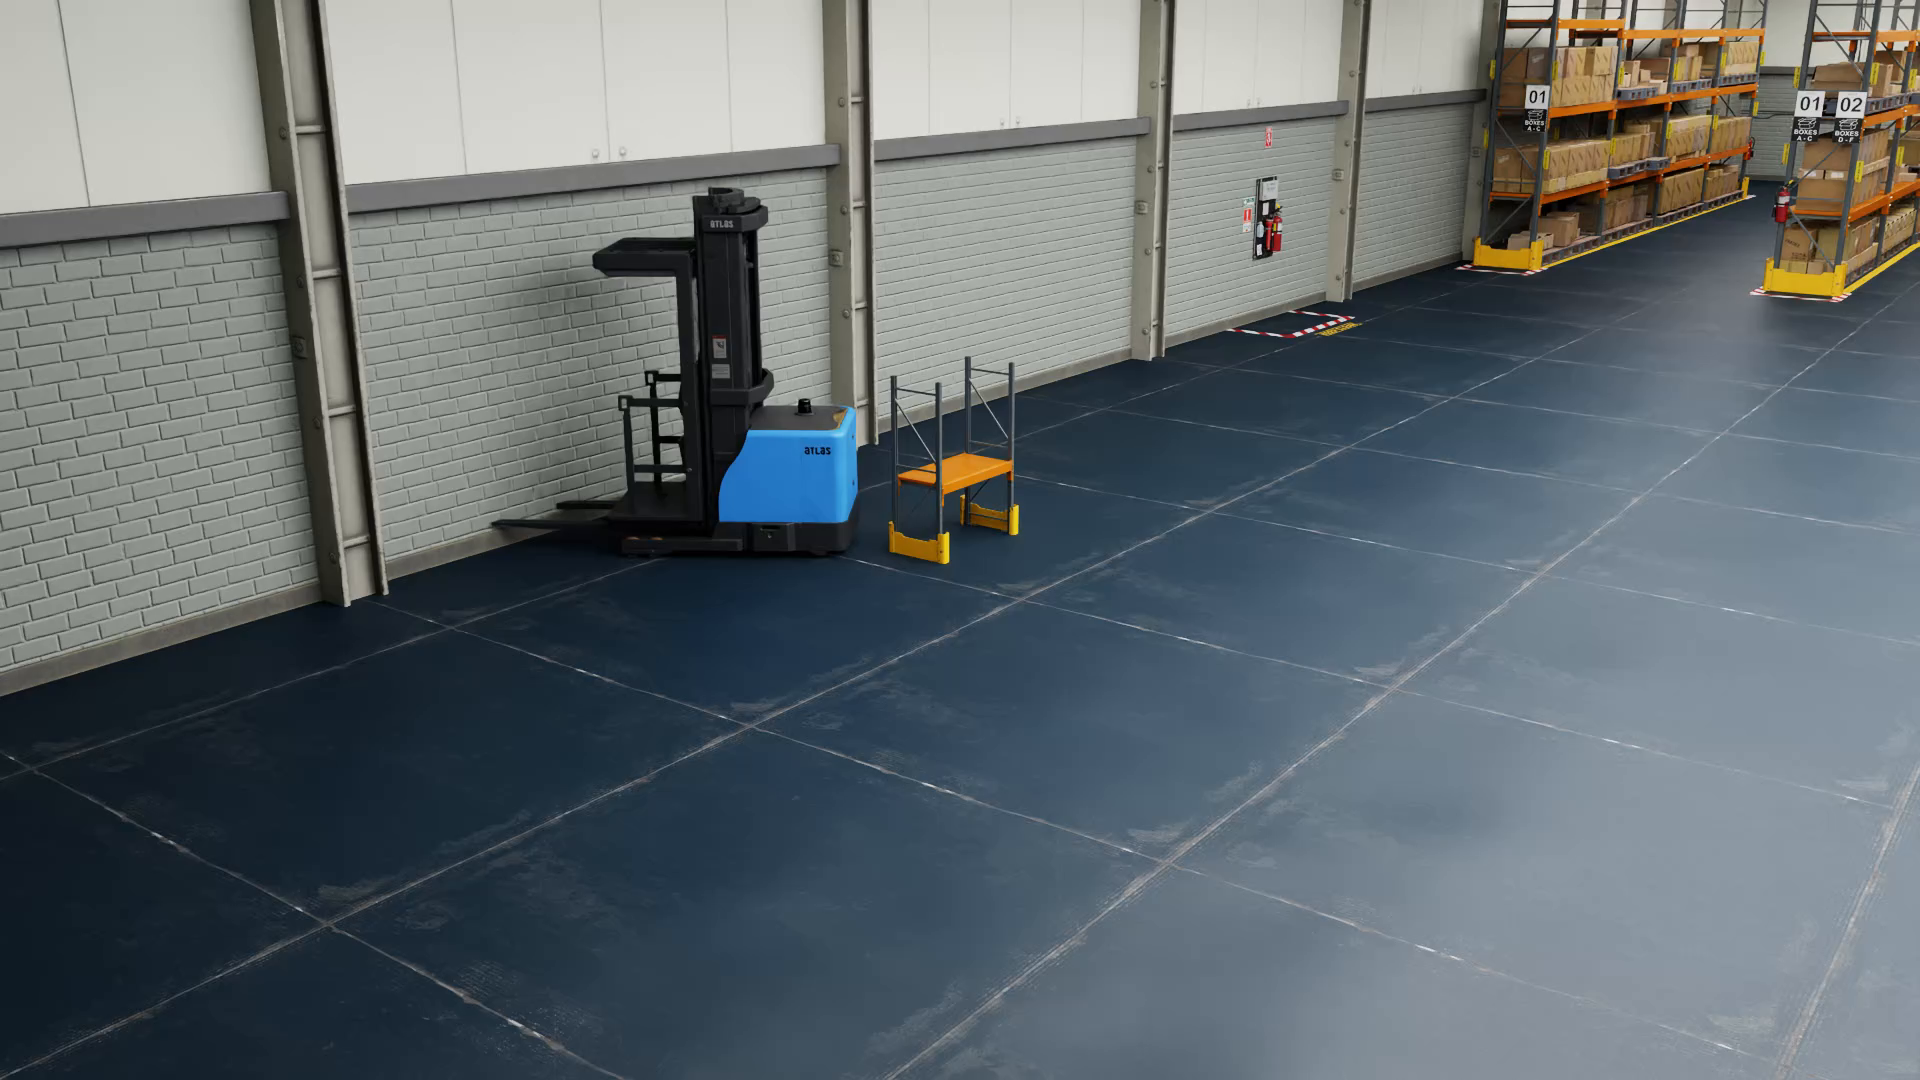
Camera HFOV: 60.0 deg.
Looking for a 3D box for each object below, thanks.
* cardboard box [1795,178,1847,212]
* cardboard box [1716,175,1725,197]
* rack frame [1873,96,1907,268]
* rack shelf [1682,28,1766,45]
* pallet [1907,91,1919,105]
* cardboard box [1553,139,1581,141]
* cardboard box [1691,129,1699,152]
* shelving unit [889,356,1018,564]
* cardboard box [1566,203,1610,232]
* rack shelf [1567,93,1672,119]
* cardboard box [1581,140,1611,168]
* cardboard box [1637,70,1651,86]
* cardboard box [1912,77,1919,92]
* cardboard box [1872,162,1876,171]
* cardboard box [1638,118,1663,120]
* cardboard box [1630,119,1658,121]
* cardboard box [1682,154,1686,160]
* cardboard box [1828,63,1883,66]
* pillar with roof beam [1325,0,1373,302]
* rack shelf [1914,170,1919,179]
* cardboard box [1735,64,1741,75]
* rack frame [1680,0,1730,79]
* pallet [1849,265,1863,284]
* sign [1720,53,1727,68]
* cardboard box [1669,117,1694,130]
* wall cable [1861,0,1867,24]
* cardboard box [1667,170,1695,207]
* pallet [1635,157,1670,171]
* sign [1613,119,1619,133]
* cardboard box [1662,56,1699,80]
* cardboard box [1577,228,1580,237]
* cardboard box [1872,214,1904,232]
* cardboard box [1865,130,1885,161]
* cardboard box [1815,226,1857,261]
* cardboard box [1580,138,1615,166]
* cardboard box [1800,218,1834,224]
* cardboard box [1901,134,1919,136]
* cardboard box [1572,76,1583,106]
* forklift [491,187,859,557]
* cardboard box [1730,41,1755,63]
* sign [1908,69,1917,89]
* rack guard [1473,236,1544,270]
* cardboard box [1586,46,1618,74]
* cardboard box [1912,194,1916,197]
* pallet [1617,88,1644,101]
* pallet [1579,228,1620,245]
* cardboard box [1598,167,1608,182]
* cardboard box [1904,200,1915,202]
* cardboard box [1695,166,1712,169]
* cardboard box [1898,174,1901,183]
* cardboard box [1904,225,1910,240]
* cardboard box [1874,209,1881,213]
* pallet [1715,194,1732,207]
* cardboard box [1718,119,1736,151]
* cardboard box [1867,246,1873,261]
[{"bbox_3d":[14.175,-5.677,27.299,0.700,0.500,0.500,12,21,35],"label":"cardboard box"},{"bbox_3d":[18.193,-8.661,40.582,0.700,0.500,0.500,13,21,36],"label":"cardboard box"},{"bbox_3d":[16.270,-6.473,30.031,1.000,3.000,0.127,12,21,35],"label":"rack frame"},{"bbox_3d":[18.248,-12.060,39.793,1.077,0.370,4.000,12,21,35],"label":"rack shelf"},{"bbox_3d":[17.657,-8.324,31.251,1.003,0.211,1.213,14,22,37],"label":"pallet"},{"bbox_3d":[11.842,-7.569,32.513,0.500,0.500,0.500,12,21,33],"label":"cardboard box"},{"bbox_3d":[16.381,-9.056,37.646,0.500,0.500,0.500,12,21,35],"label":"cardboard box"},{"bbox_3d":[-0.045,-0.698,13.963,0.587,1.500,1.083,12,21,35],"label":"shelving unit"},{"bbox_3d":[12.715,-6.542,33.726,0.700,0.500,0.500,13,22,37],"label":"cardboard box"},{"bbox_3d":[13.481,-8.913,34.042,1.077,0.370,4.000,12,21,35],"label":"rack shelf"},{"bbox_3d":[12.256,-7.476,32.216,0.500,0.500,0.500,12,21,35],"label":"cardboard box"},{"bbox_3d":[13.826,-9.499,34.510,0.797,0.503,0.637,16,24,42],"label":"cardboard box"},{"bbox_3d":[17.780,-8.607,31.389,0.500,0.250,0.500,12,21,34],"label":"cardboard box"},{"bbox_3d":[15.522,-6.426,28.616,0.380,0.149,0.250,13,22,36],"label":"cardboard box"},{"bbox_3d":[15.354,-9.256,37.024,0.500,0.250,0.500,12,21,33],"label":"cardboard box"},{"bbox_3d":[15.046,-9.134,36.632,0.500,0.250,0.500,12,21,33],"label":"cardboard box"},{"bbox_3d":[16.122,-8.656,37.450,0.380,0.149,0.250,13,22,36],"label":"cardboard box"},{"bbox_3d":[15.187,-7.852,28.296,0.797,0.503,0.637,15,23,41],"label":"cardboard box"},{"bbox_3d":[9.511,-7.390,22.867,9.100,9.000,0.400,12,21,35],"label":"pillar with roof beam"},{"bbox_3d":[19.845,-7.559,34.739,1.077,0.370,4.000,12,21,35],"label":"rack shelf"},{"bbox_3d":[18.294,-11.223,39.643,0.500,0.250,0.500,12,21,33],"label":"cardboard box"},{"bbox_3d":[17.056,-12.118,38.093,1.000,3.000,0.127,12,21,35],"label":"rack frame"},{"bbox_3d":[15.036,-4.668,28.918,1.003,0.211,1.213,12,21,35],"label":"pallet"},{"bbox_3d":[17.498,-10.989,38.113,0.100,0.325,0.005,12,21,35],"label":"sign"},{"bbox_3d":[16.064,-9.291,37.136,0.500,0.250,0.500,12,21,34],"label":"cardboard box"},{"bbox_3d":[25.269,-14.806,43.467,3.097,2.526,0.112,12,21,35],"label":"wall cable"},{"bbox_3d":[16.246,-8.037,37.983,0.750,0.750,0.750,13,22,36],"label":"cardboard box"},{"bbox_3d":[14.334,-8.020,35.336,1.213,0.211,1.003,12,21,35],"label":"pallet"},{"bbox_3d":[14.225,-8.951,36.056,0.100,0.325,0.005,12,21,35],"label":"sign"},{"bbox_3d":[16.164,-10.609,37.381,0.700,0.500,0.500,12,21,34],"label":"cardboard box"},{"bbox_3d":[11.995,-6.072,32.774,0.380,0.166,0.250,9,20,28],"label":"cardboard box"},{"bbox_3d":[17.631,-6.049,31.648,0.500,0.311,0.500,13,22,36],"label":"cardboard box"},{"bbox_3d":[15.710,-6.913,29.091,0.700,0.500,0.500,12,21,35],"label":"cardboard box"},{"bbox_3d":[14.681,-4.974,27.866,0.500,0.500,0.500,12,21,35],"label":"cardboard box"},{"bbox_3d":[12.620,-7.721,33.137,0.700,0.500,0.500,12,21,35],"label":"cardboard box"},{"bbox_3d":[14.850,-5.306,28.936,0.500,0.500,0.500,12,21,35],"label":"cardboard box"},{"bbox_3d":[20.033,-8.195,34.699,0.700,0.500,0.500,7,19,21],"label":"cardboard box"},{"bbox_3d":[10.961,-8.166,30.222,0.500,0.500,0.500,14,22,37],"label":"cardboard box"},{"bbox_3d":[-2.414,-1.411,13.845,3.031,2.935,1.130,1,17,2],"label":"forklift"},{"bbox_3d":[18.915,-11.833,40.345,0.500,0.500,0.500,13,22,36],"label":"cardboard box"},{"bbox_3d":[16.717,-8.093,29.183,0.100,0.325,0.005,12,21,35],"label":"sign"},{"bbox_3d":[9.951,-5.219,30.208,1.175,0.500,0.348,12,21,35],"label":"rack guard"},{"bbox_3d":[12.209,-9.148,31.697,0.500,0.500,0.500,10,20,30],"label":"cardboard box"},{"bbox_3d":[20.244,-7.194,35.824,0.500,0.500,0.500,13,21,35],"label":"cardboard box"},{"bbox_3d":[12.743,-8.819,32.842,1.213,0.211,1.003,12,21,35],"label":"pallet"},{"bbox_3d":[12.752,-6.202,33.858,1.003,0.211,1.213,12,21,35],"label":"pallet"},{"bbox_3d":[12.250,-7.119,32.330,0.500,0.250,0.500,12,21,35],"label":"cardboard box"},{"bbox_3d":[19.764,-6.744,34.377,0.500,0.500,0.500,12,21,34],"label":"cardboard box"},{"bbox_3d":[18.262,-9.101,40.905,0.380,0.149,0.250,13,21,35],"label":"cardboard box"},{"bbox_3d":[17.939,-6.992,32.126,0.380,0.149,0.250,14,22,39],"label":"cardboard box"},{"bbox_3d":[18.231,-6.021,32.504,0.500,0.250,0.500,12,21,34],"label":"cardboard box"},{"bbox_3d":[17.799,-6.382,32.719,0.500,0.311,0.500,12,21,33],"label":"cardboard box"},{"bbox_3d":[18.298,-8.380,40.874,1.003,0.211,1.213,12,21,35],"label":"pallet"},{"bbox_3d":[18.257,-9.871,40.465,0.980,0.700,0.700,11,20,32],"label":"cardboard box"},{"bbox_3d":[15.863,-5.094,29.518,0.500,0.250,0.500,12,21,35],"label":"cardboard box"}]
